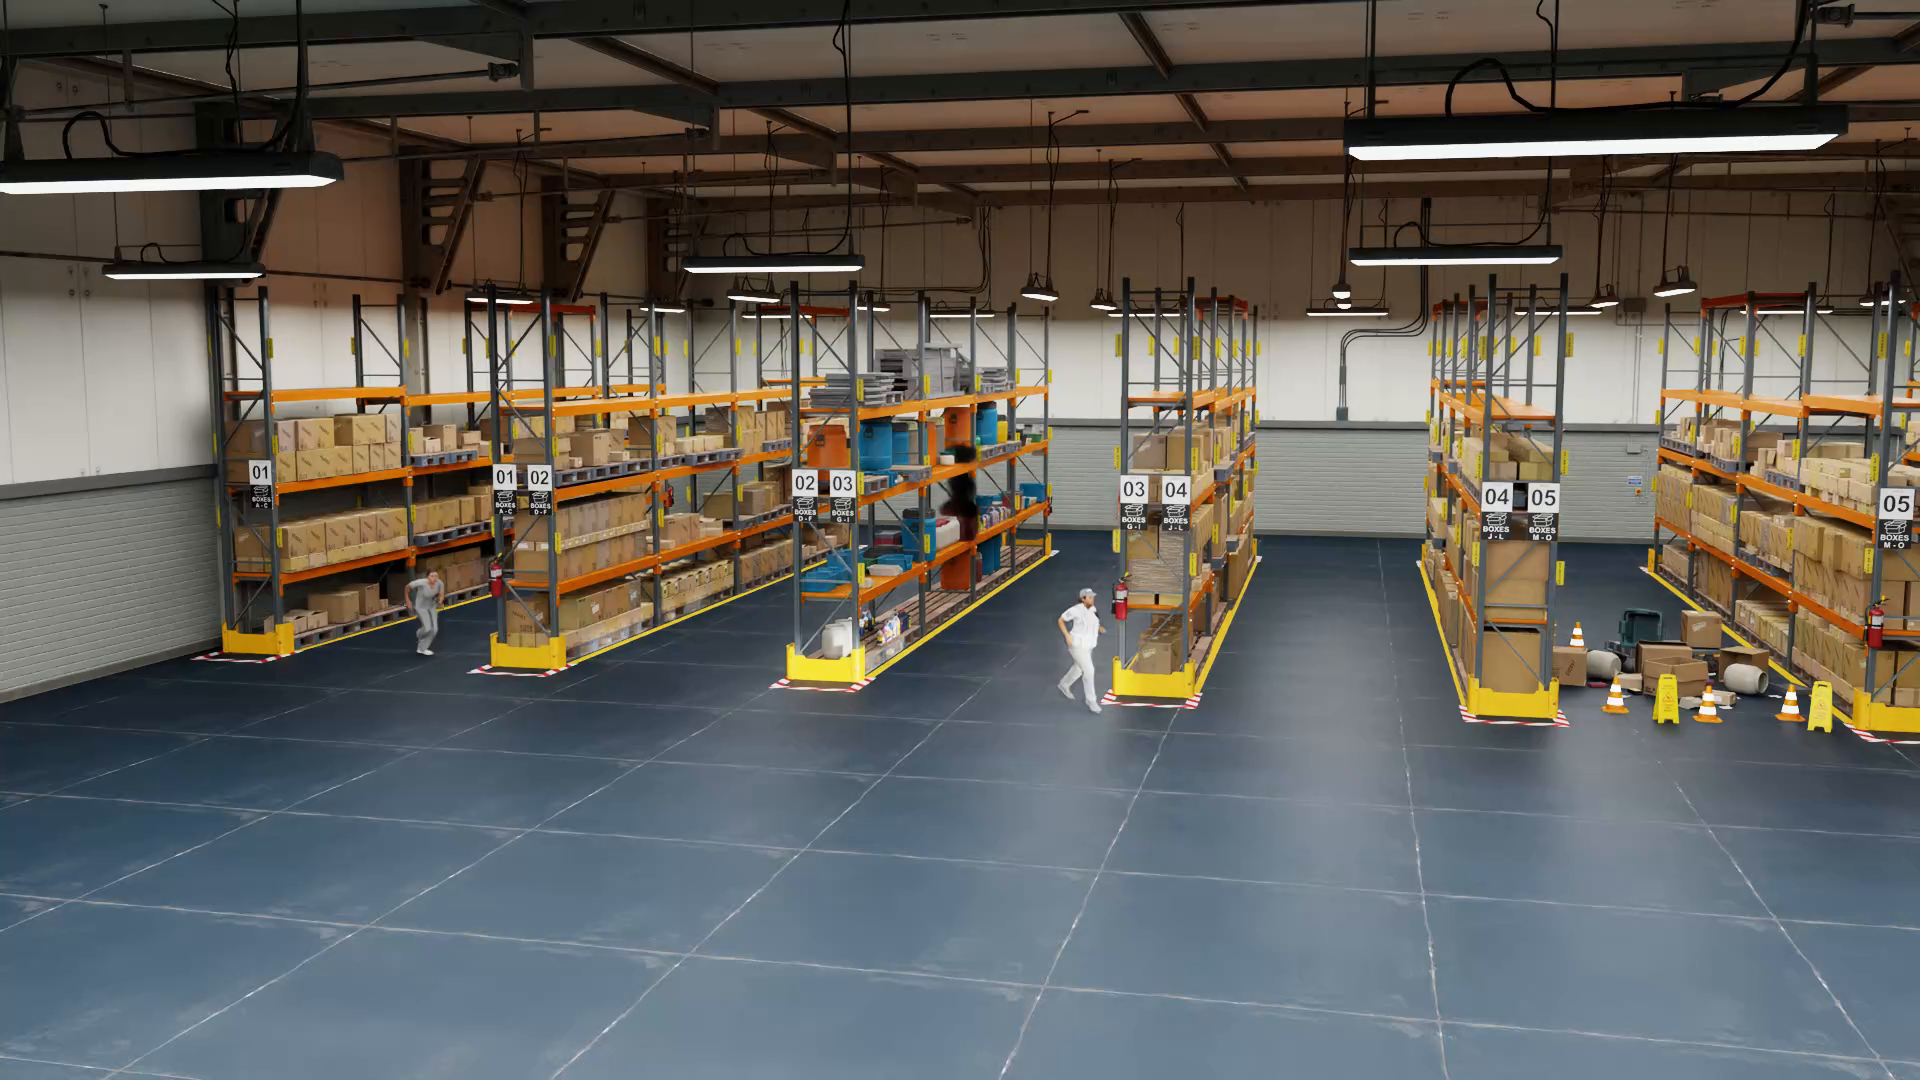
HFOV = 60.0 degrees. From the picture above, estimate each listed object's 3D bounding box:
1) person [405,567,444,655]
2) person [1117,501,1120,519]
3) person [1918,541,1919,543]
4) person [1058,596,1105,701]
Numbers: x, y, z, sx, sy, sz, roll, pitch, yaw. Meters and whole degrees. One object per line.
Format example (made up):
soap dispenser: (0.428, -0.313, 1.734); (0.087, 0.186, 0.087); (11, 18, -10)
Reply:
person: (-8.706, 1.162, 27.085); (0.587, 1.496, 0.763); (-6, 9, -40)
person: (4.228, -0.628, 41.674); (0.550, 1.684, 0.782); (6, 9, 40)
person: (17.126, 0.808, 29.650); (0.607, 1.634, 0.770); (0, 7, 0)
person: (1.665, 1.453, 23.279); (0.824, 1.526, 0.636); (6, 9, 41)
